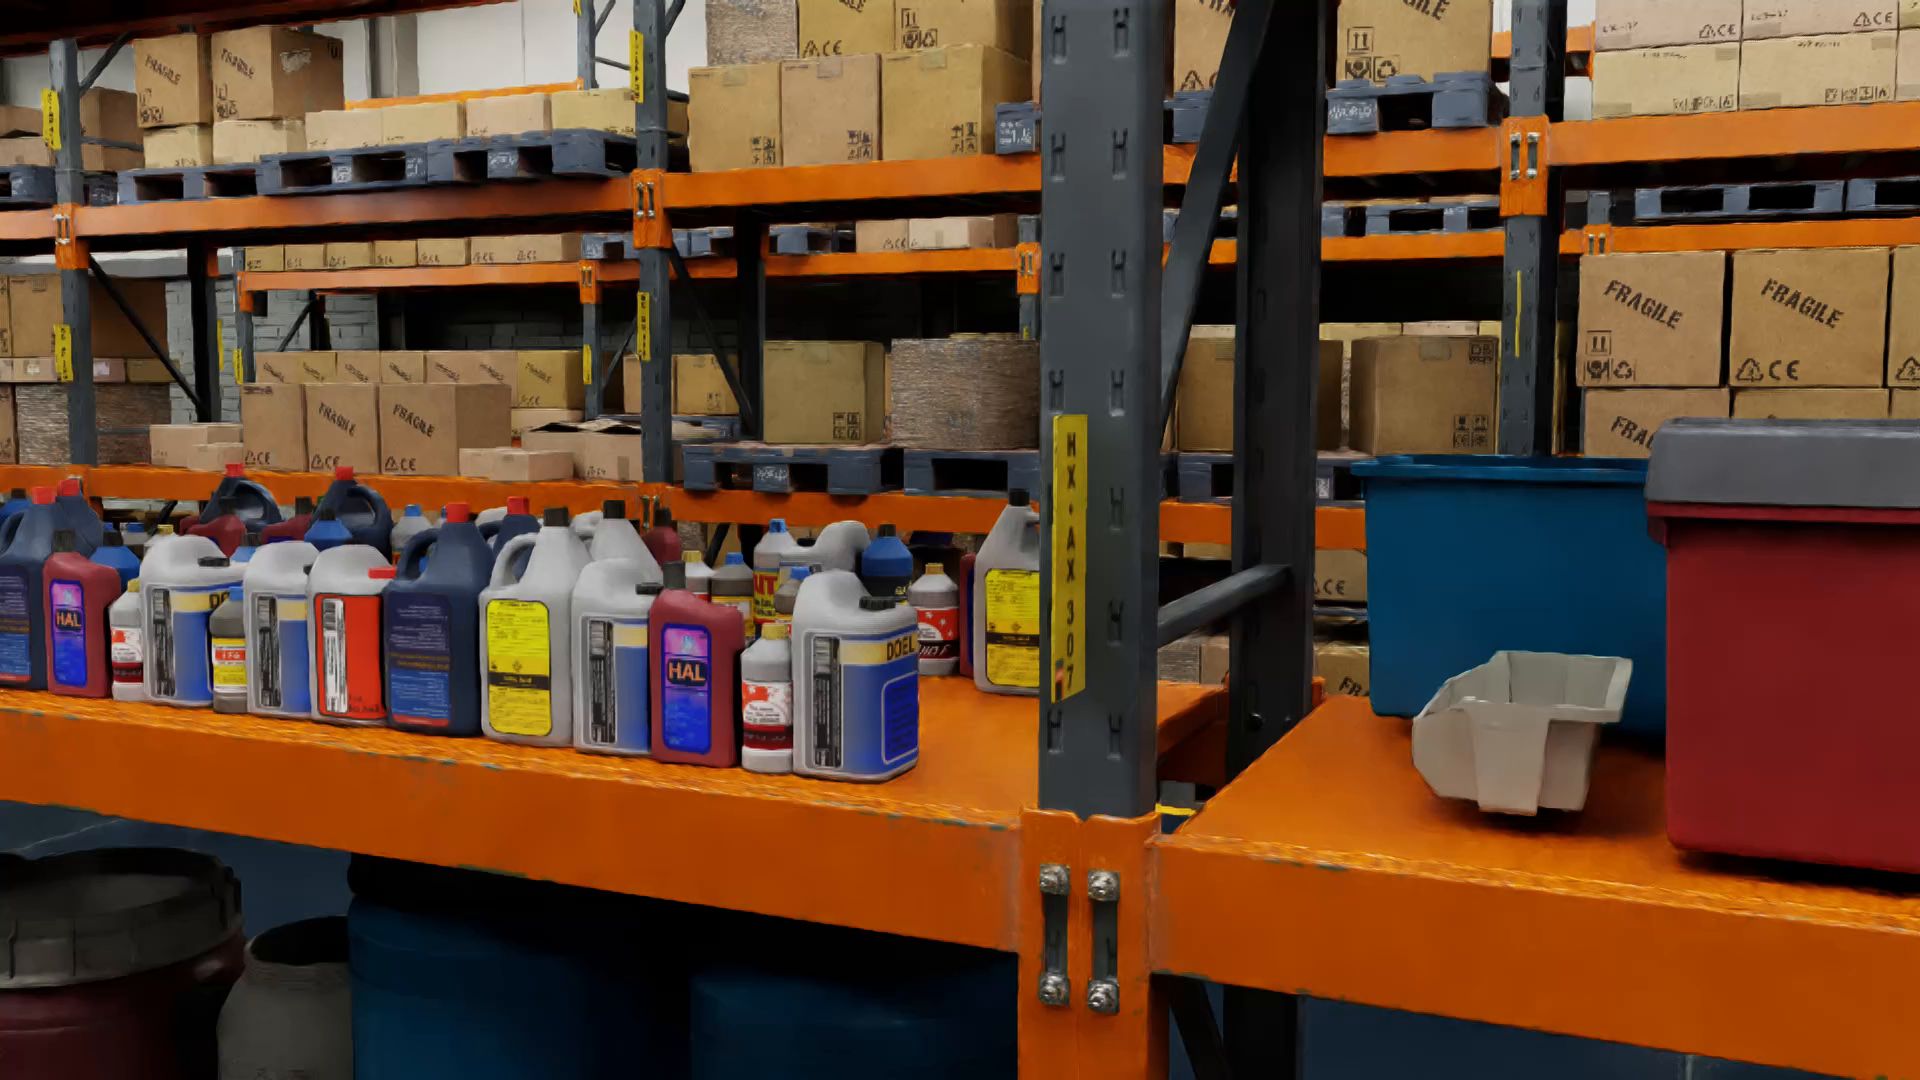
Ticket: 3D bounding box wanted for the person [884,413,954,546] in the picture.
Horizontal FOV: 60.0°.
[{"bbox_3d":[-0.205,-0.041,10.876,0.608,1.626,0.486,0,6,3],"label":"person"}]
